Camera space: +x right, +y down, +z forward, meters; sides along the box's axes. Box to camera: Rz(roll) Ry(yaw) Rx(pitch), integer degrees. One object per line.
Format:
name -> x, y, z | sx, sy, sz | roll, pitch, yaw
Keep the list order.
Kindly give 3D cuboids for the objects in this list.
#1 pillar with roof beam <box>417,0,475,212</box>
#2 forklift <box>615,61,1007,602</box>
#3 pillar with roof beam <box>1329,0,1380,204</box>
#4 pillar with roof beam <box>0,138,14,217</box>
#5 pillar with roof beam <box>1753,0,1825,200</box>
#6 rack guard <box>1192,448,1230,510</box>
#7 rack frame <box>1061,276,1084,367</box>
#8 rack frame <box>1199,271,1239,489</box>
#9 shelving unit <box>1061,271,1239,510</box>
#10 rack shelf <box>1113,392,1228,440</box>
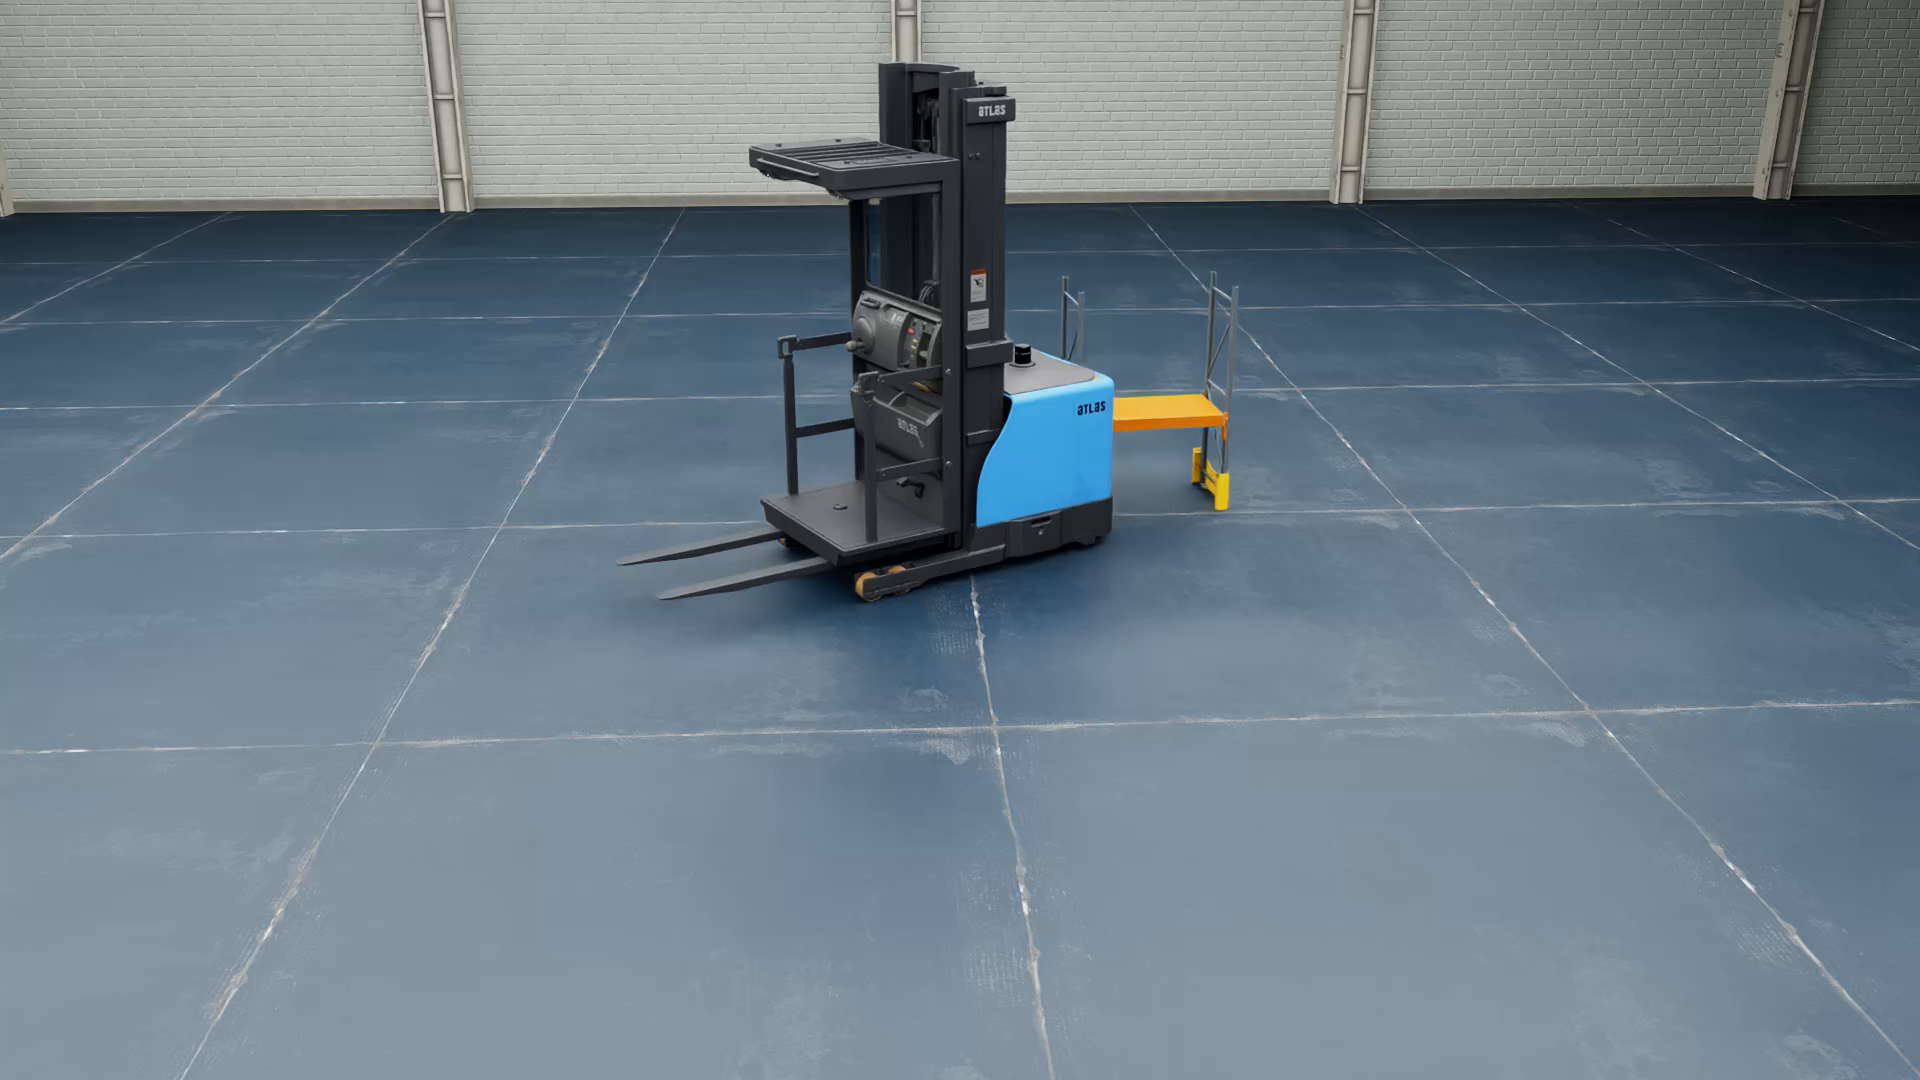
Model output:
pillar with roof beam -> -6.448, -7.073, 16.551 | 0.400, 9.000, 9.100 | -1, 21, -3
forklift -> -0.554, -1.226, 9.722 | 3.031, 2.935, 1.121 | -13, 24, -30
pillar with roof beam -> 5.533, -7.317, 17.191 | 0.400, 9.000, 9.100 | -1, 21, -3
pillar with roof beam -> -12.438, -6.951, 16.231 | 0.400, 9.000, 9.100 | -1, 21, -3
pillar with roof beam -> 11.523, -7.438, 17.511 | 0.400, 9.000, 9.100 | -1, 21, -3
rack guard -> 1.714, -0.425, 11.386 | 0.087, 0.250, 0.587 | -3, 21, -9
rack frame -> 0.731, -0.951, 11.010 | 0.032, 1.500, 0.500 | -3, 21, -9
rack frame -> 1.733, -1.010, 11.166 | 0.032, 1.500, 0.500 | -3, 21, -9
shelving unit -> 1.223, -0.980, 11.087 | 1.083, 1.500, 0.587 | -3, 21, -9
rack shelf -> 1.232, -0.812, 11.152 | 1.000, 0.185, 0.538 | -3, 21, -9
